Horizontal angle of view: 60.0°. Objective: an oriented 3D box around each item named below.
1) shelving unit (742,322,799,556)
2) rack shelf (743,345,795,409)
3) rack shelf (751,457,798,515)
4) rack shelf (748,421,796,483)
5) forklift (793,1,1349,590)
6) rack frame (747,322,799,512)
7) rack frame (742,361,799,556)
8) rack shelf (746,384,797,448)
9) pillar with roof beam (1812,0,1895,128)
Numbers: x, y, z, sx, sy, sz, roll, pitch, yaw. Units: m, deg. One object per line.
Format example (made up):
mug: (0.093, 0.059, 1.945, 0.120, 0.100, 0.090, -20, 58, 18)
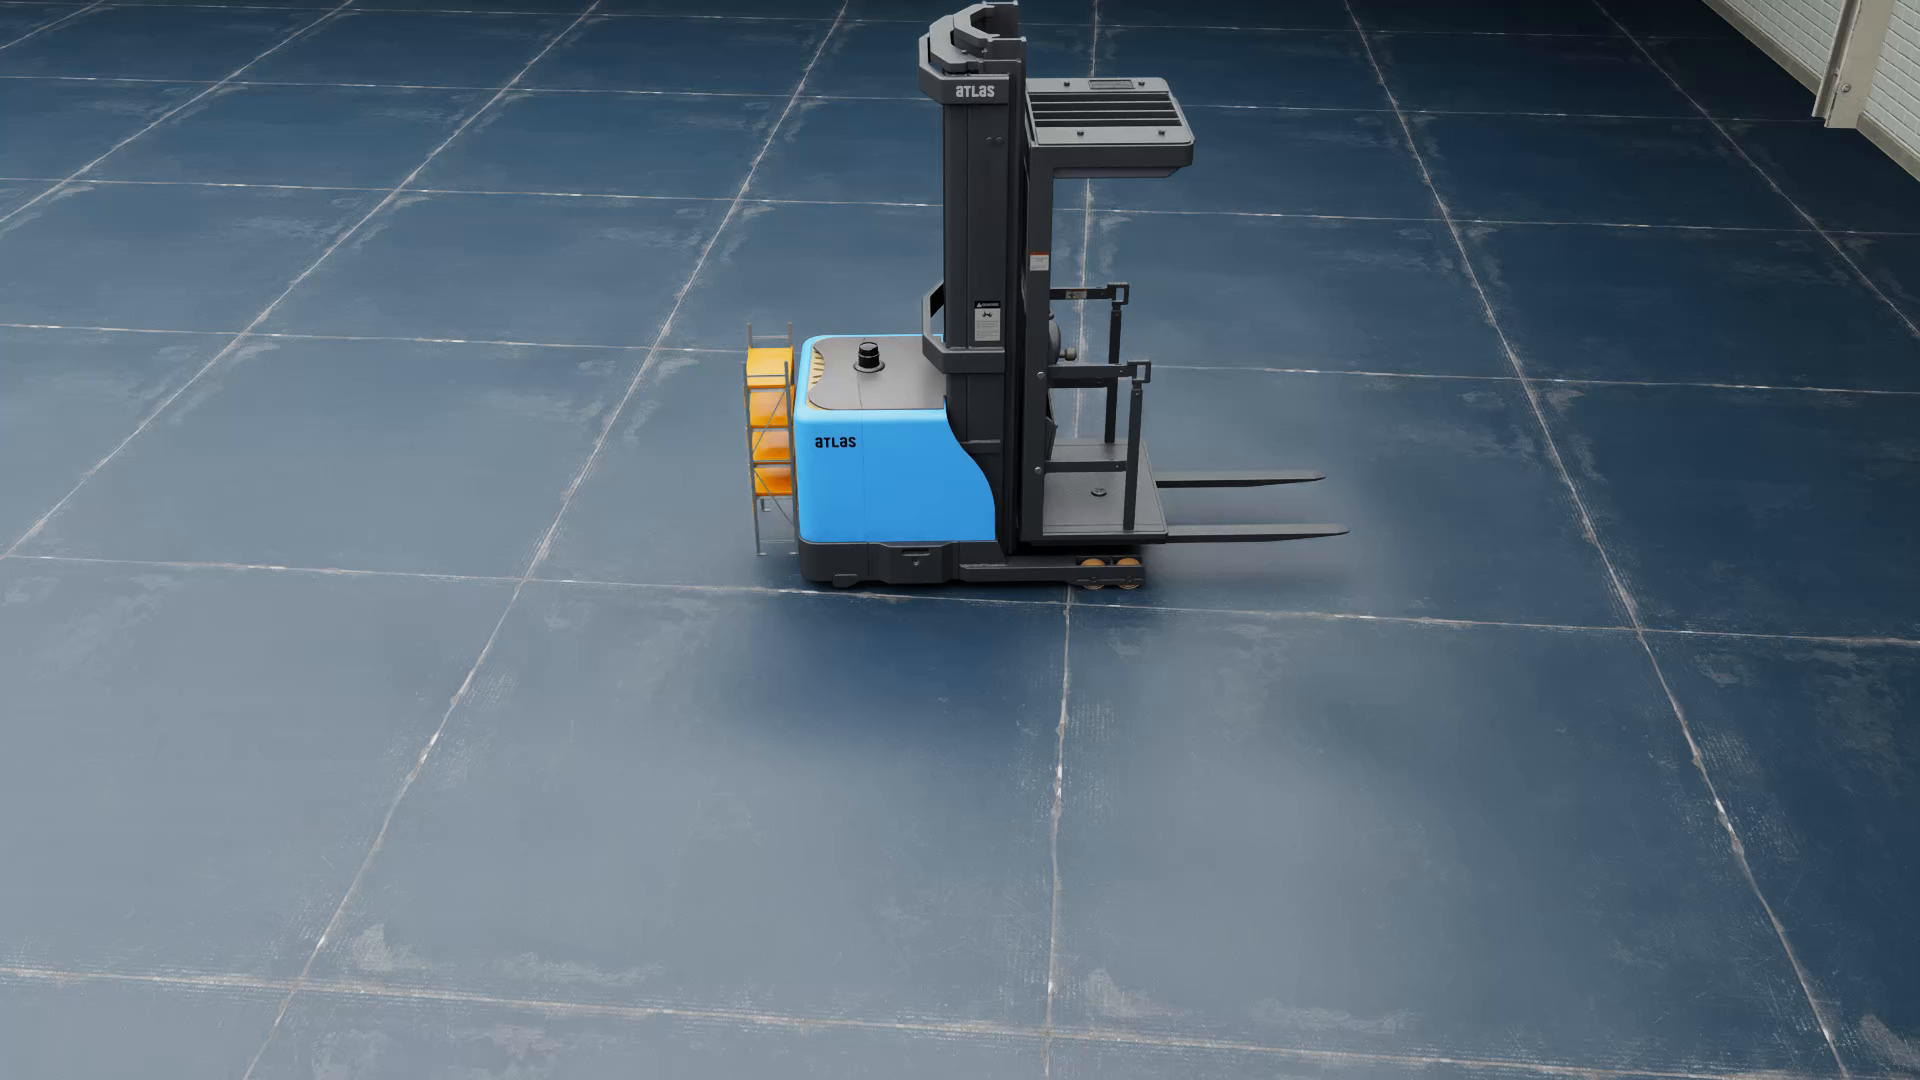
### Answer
shelving unit: (-1.041, -0.558, 9.292, 0.258, 1.200, 0.503, -2, 32, -2)
rack shelf: (-1.041, -0.892, 9.085, 0.258, 0.148, 0.480, -2, 32, -2)
rack shelf: (-1.041, -0.331, 9.431, 0.258, 0.148, 0.480, -2, 32, -2)
rack shelf: (-1.041, -0.500, 9.327, 0.258, 0.148, 0.480, -2, 32, -2)
forklift: (0.628, -1.256, 8.775, 3.031, 2.935, 1.130, -1, 32, -1)
rack frame: (-1.053, -0.686, 9.499, 0.240, 1.200, 0.015, -2, 32, -2)
rack frame: (-1.028, -0.430, 9.084, 0.240, 1.200, 0.015, -2, 32, -2)
rack shelf: (-1.041, -0.691, 9.210, 0.258, 0.148, 0.480, -2, 32, -2)
pillar with roof beam: (4.187, -8.069, 14.046, 9.100, 9.000, 0.400, 2, 32, 4)
